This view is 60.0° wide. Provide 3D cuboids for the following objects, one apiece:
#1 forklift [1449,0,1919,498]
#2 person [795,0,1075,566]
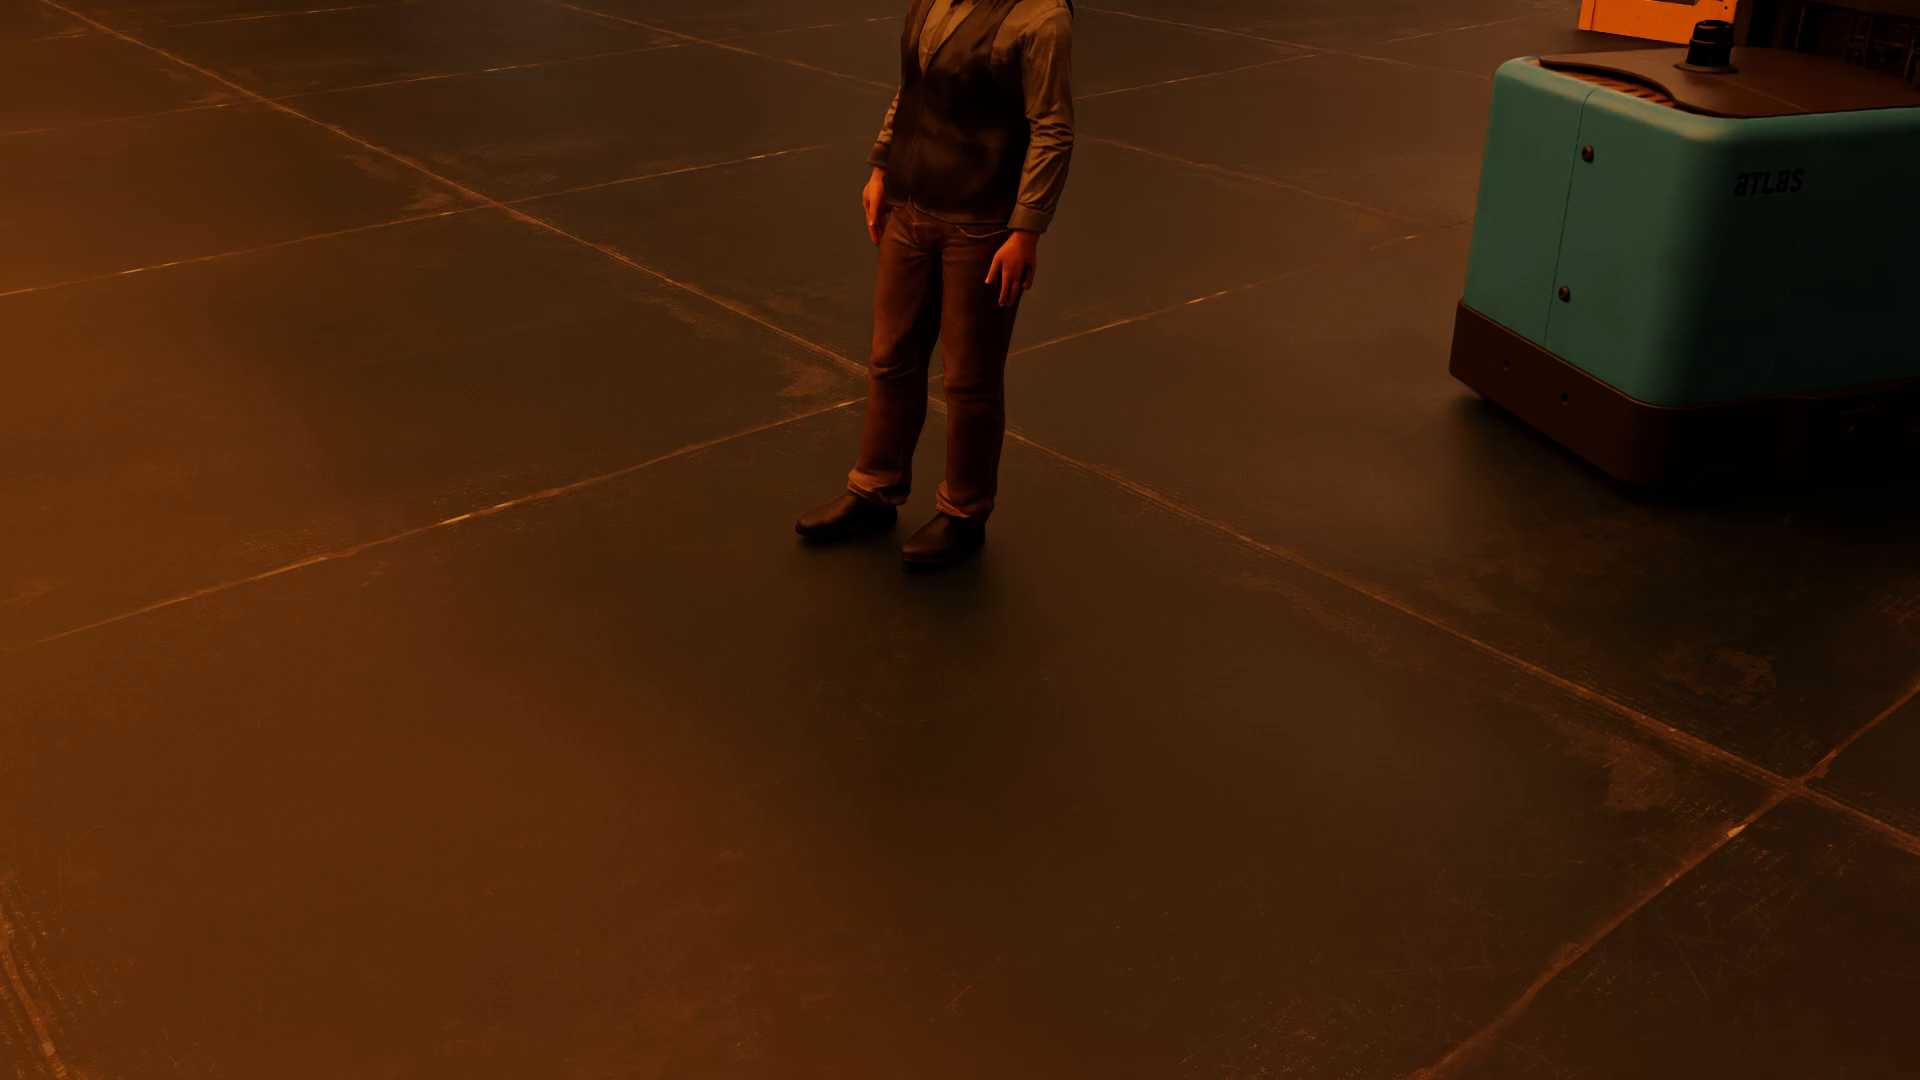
[{"bbox_3d":[3.177,-1.794,4.820,3.031,2.935,1.130,-8,27,-15],"label":"forklift"},{"bbox_3d":[-0.053,-0.762,4.084,0.566,1.722,0.633,-20,33,-35],"label":"person"}]
